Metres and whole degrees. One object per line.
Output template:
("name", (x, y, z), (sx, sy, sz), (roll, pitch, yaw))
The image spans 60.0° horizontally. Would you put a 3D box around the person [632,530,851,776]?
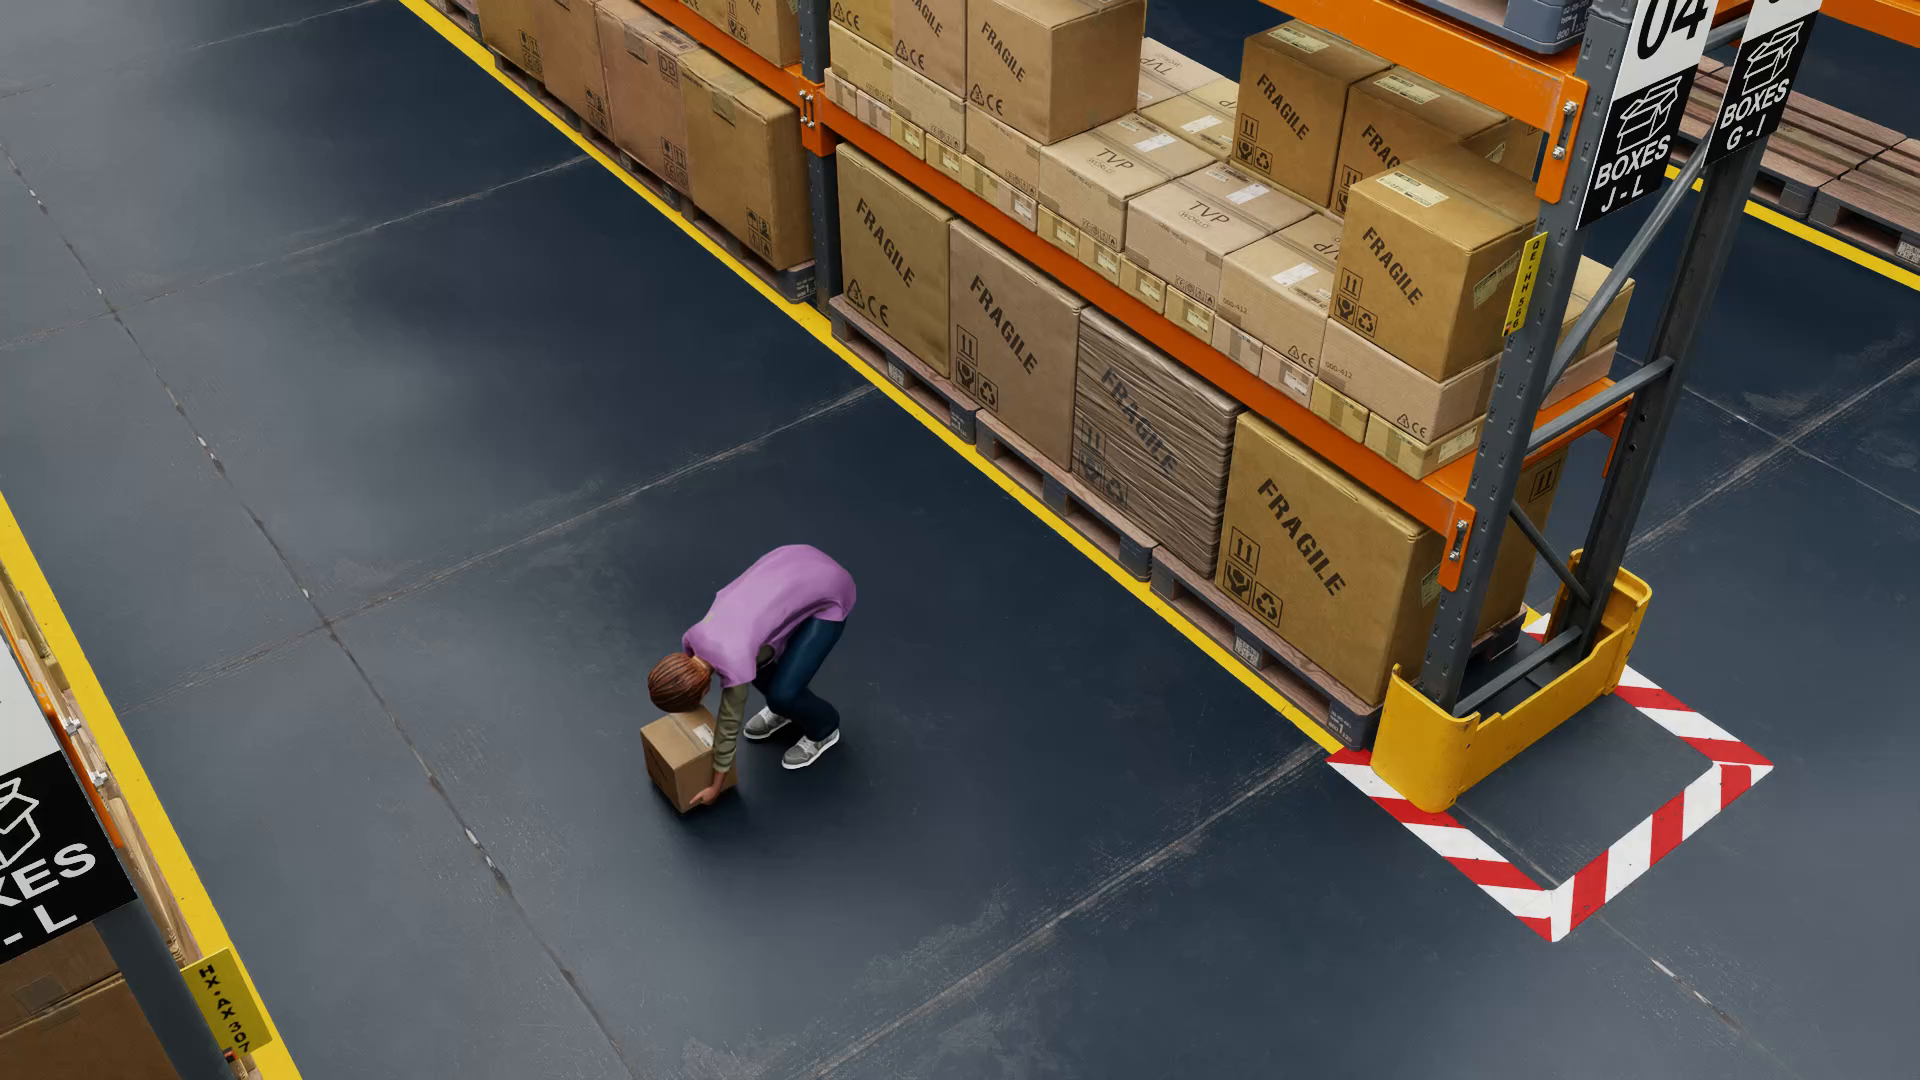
("person", (-0.780, 0.473, 6.098), (0.870, 0.969, 0.402), (-29, 48, -29))
